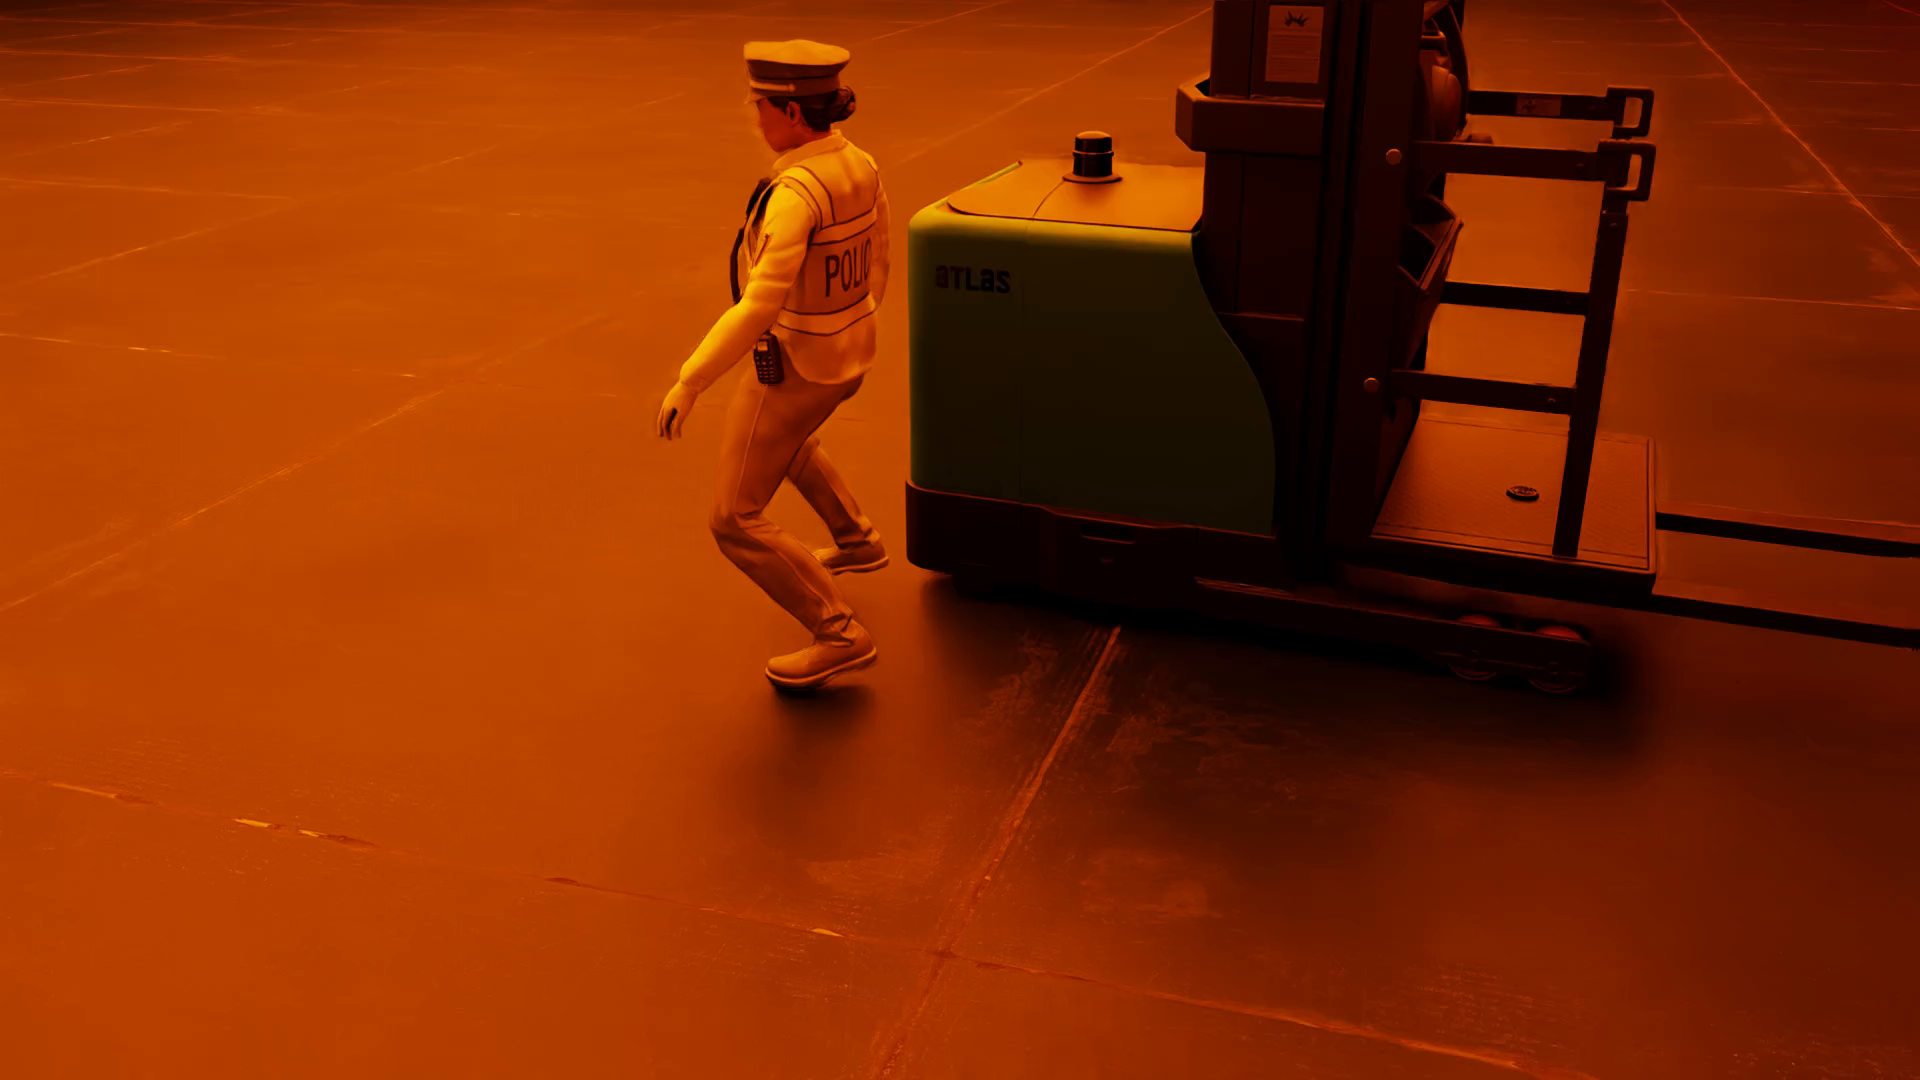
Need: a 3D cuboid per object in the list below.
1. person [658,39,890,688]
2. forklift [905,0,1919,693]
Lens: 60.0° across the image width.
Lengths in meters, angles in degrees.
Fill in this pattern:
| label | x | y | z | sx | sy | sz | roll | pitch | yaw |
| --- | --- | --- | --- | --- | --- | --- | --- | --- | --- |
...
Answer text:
| label | x | y | z | sx | sy | sz | roll | pitch | yaw |
| --- | --- | --- | --- | --- | --- | --- | --- | --- | --- |
| person | -0.402 | -0.472 | 4.199 | 0.568 | 1.533 | 0.815 | 10 | 24 | 22 |
| forklift | 1.416 | -1.199 | 4.183 | 3.031 | 2.935 | 1.130 | 8 | 24 | 19 |
